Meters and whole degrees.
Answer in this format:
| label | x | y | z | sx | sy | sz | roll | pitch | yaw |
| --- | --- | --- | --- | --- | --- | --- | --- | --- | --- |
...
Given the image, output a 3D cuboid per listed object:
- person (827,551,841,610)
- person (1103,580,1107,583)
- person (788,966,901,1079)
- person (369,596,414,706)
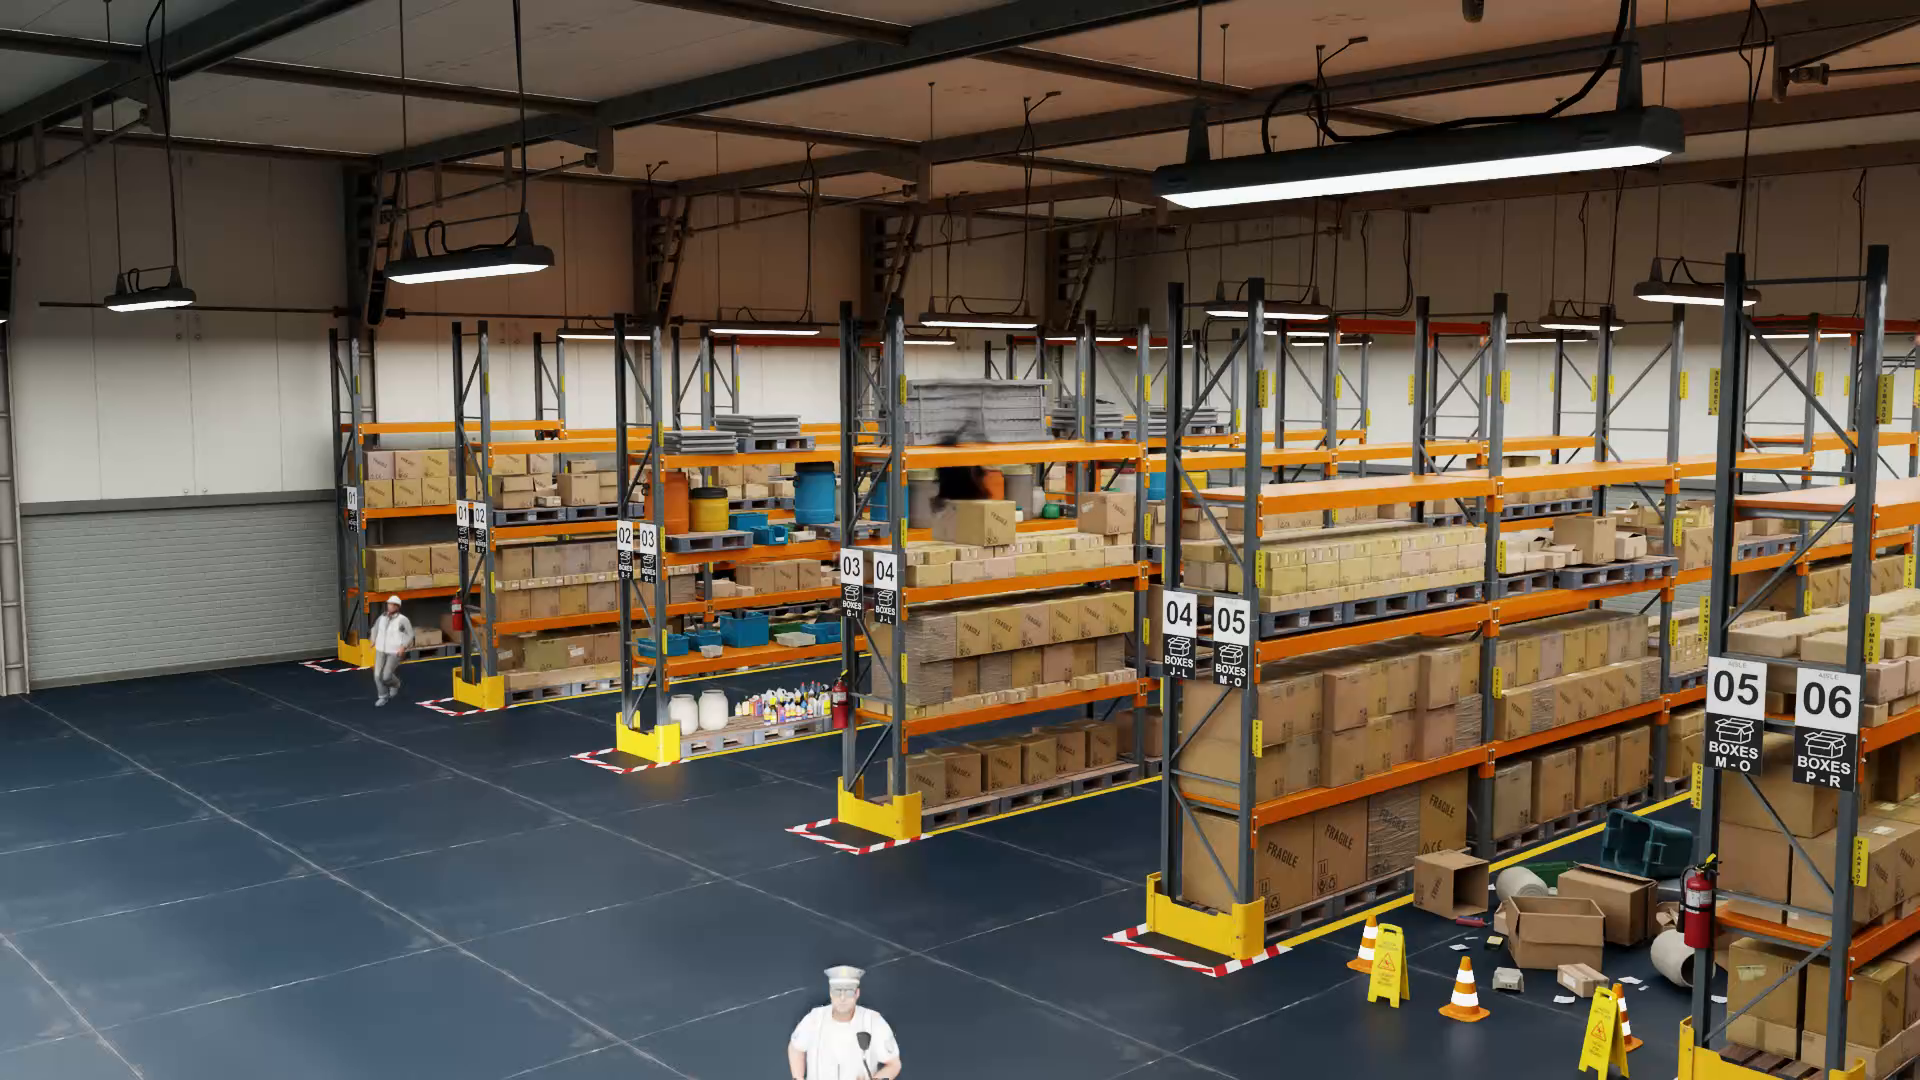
| label | x | y | z | sx | sy | sz | roll | pitch | yaw |
| --- | --- | --- | --- | --- | --- | --- | --- | --- | --- |
| person | -2.416 | 1.067 | 32.979 | 0.665 | 1.713 | 0.821 | 5 | 8 | 44 |
| person | 3.081 | 1.085 | 32.950 | 0.554 | 1.653 | 0.635 | 5 | 8 | 43 |
| person | -0.679 | 3.325 | 9.718 | 0.674 | 1.752 | 0.921 | 0 | 6 | -1 |
| person | -8.941 | 1.734 | 26.160 | 0.717 | 1.728 | 0.536 | 1 | 6 | 8 |
